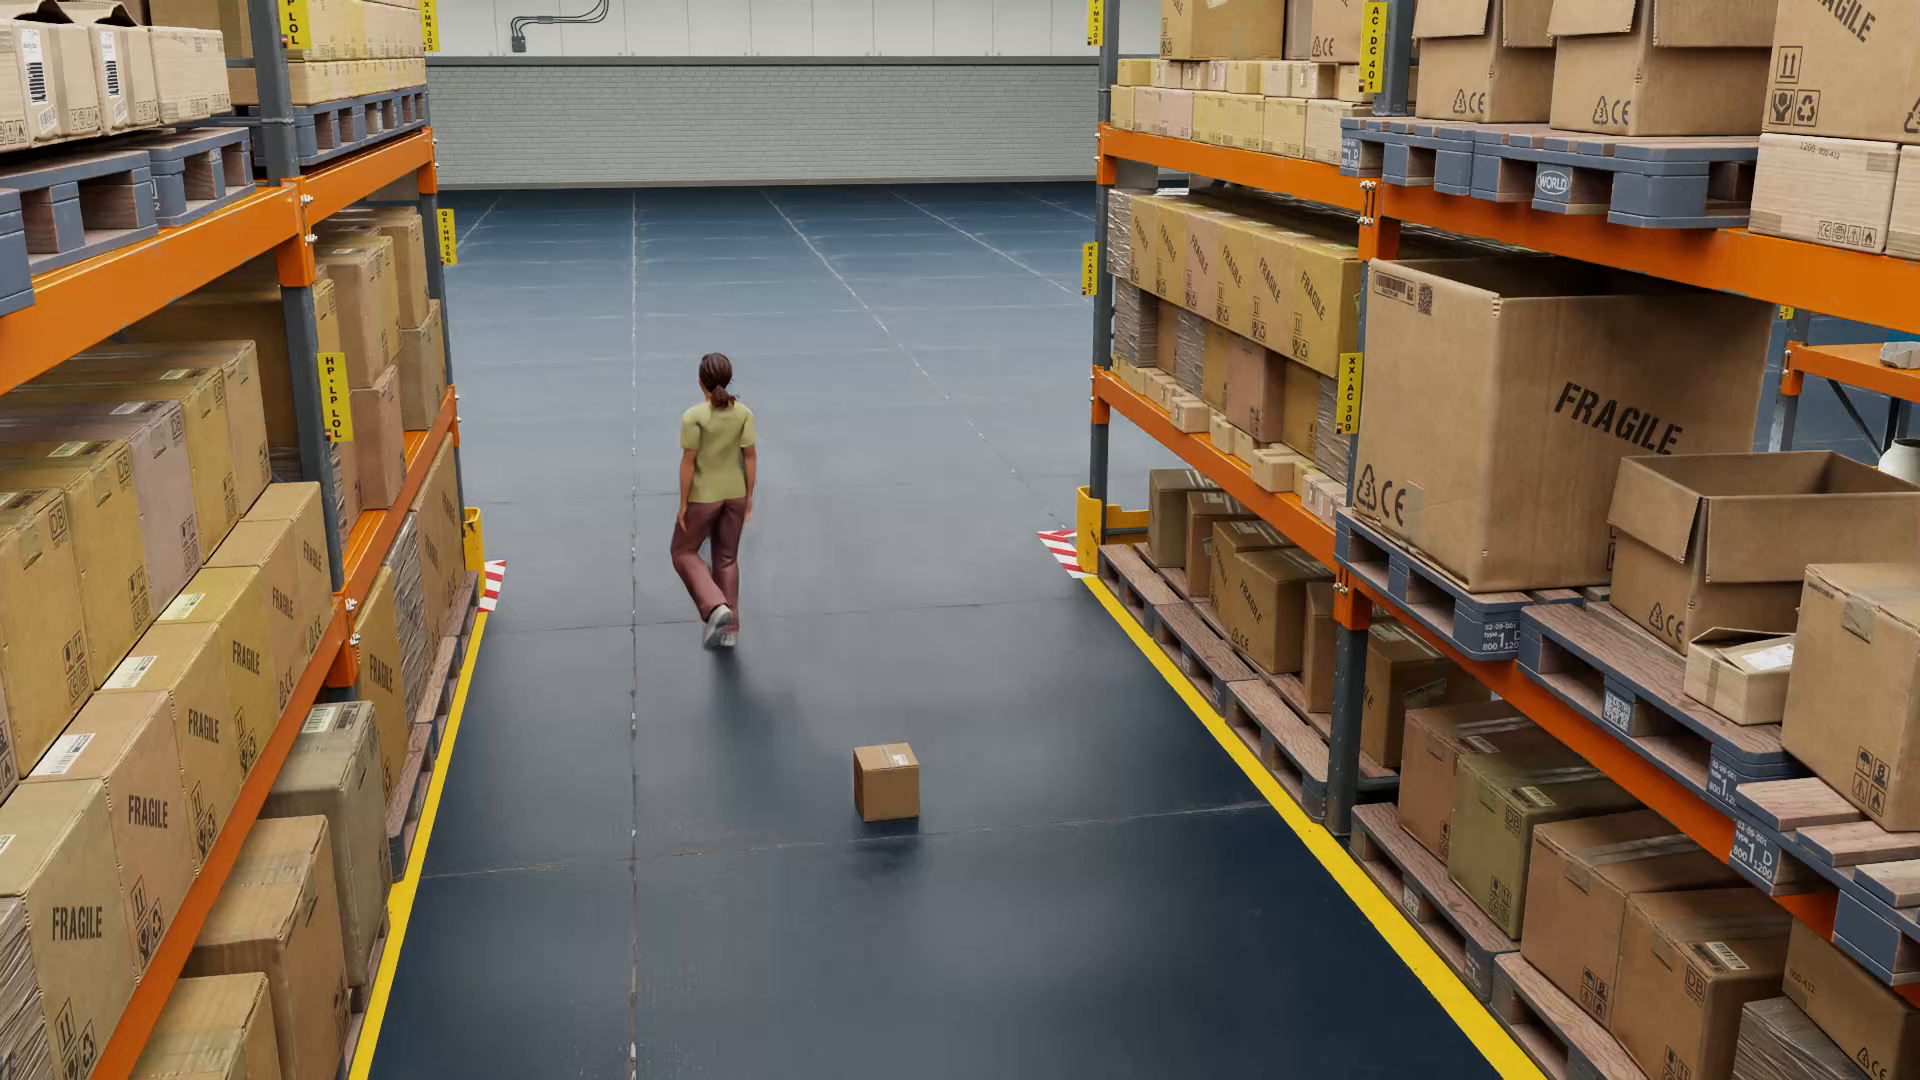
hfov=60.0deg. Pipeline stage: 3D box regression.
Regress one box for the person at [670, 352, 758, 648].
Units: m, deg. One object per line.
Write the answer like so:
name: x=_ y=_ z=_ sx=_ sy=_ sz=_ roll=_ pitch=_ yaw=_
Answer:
person: x=-1.337 y=-0.207 z=9.146 sx=0.465 sy=1.663 sz=0.496 roll=-10 pitch=19 yaw=-29
